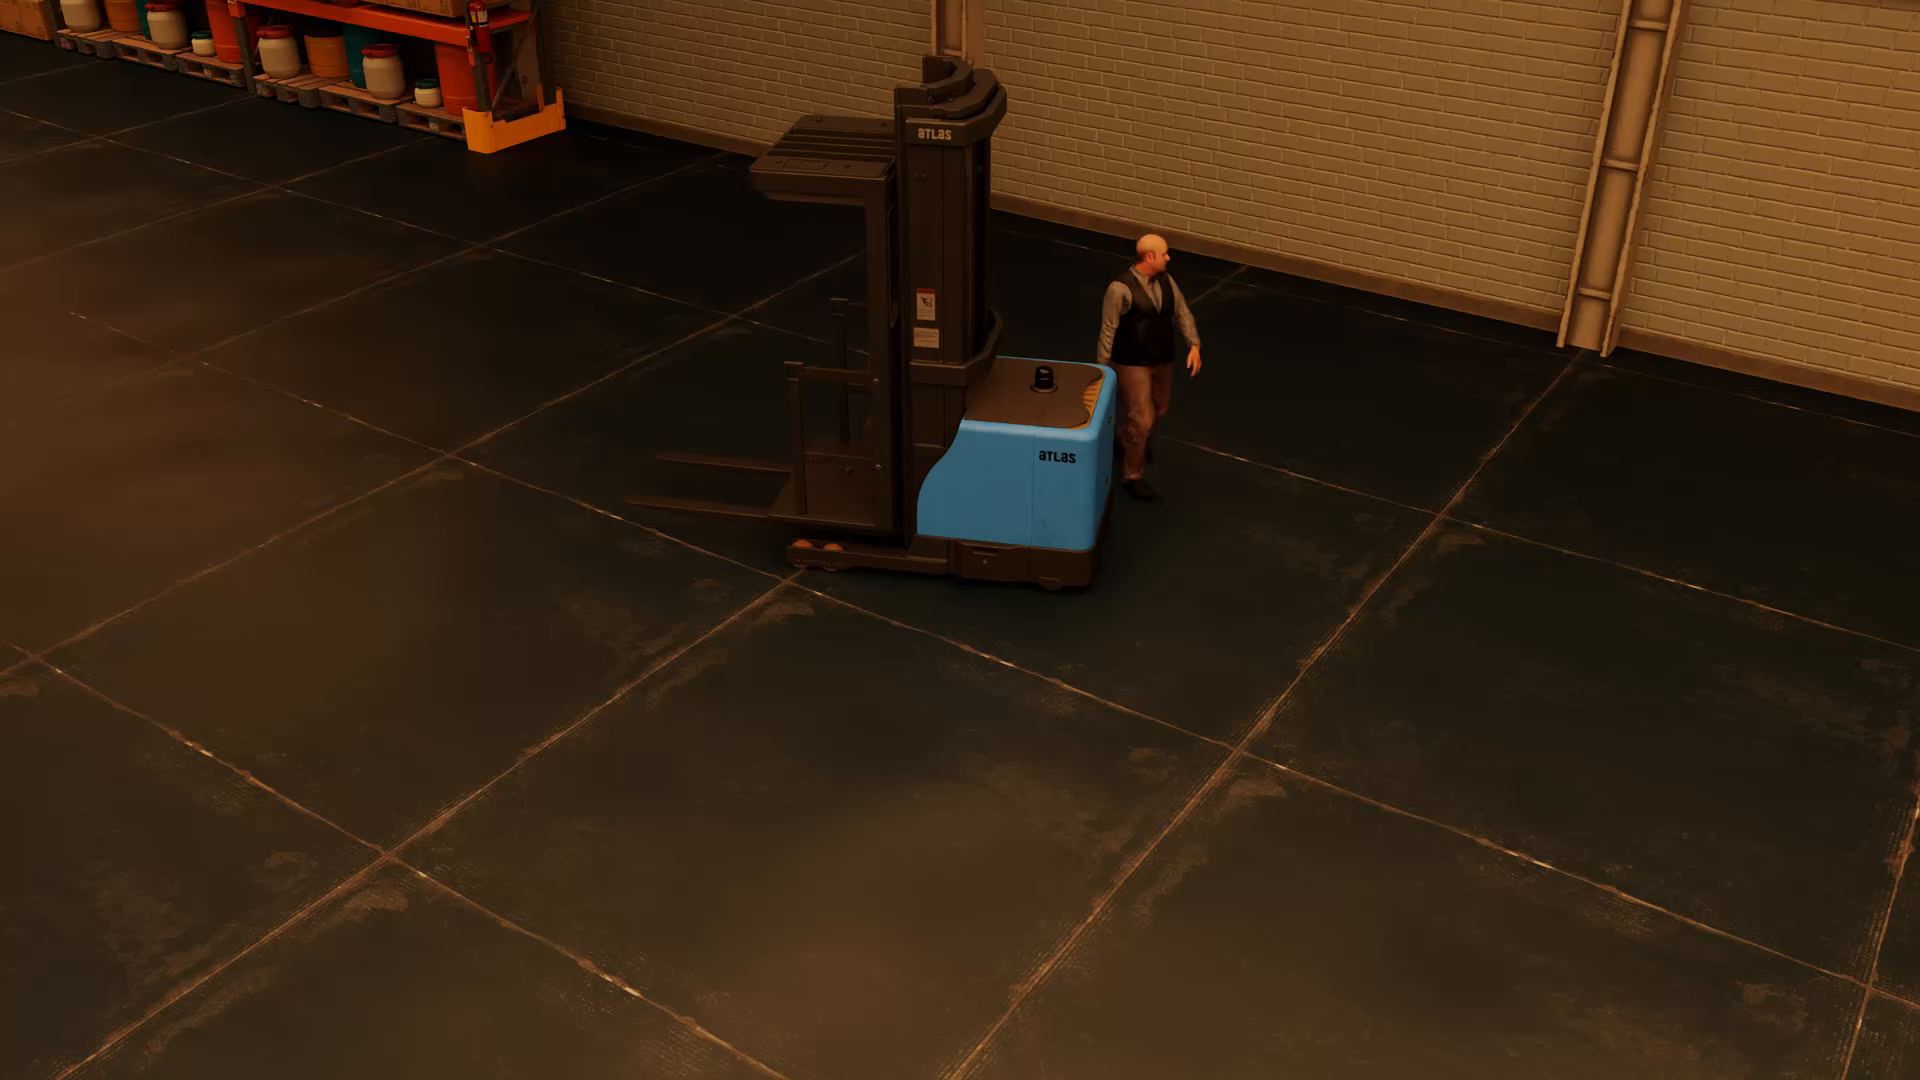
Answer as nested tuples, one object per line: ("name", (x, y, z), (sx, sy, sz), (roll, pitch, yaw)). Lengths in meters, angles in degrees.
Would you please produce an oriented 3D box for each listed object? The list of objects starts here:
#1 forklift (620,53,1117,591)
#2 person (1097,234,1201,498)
("forklift", (-0.596, -1.330, 9.871), (3.031, 2.935, 1.130), (6, 31, 10))
("person", (1.188, -1.154, 10.848), (0.662, 1.659, 0.718), (-23, 37, -34))
